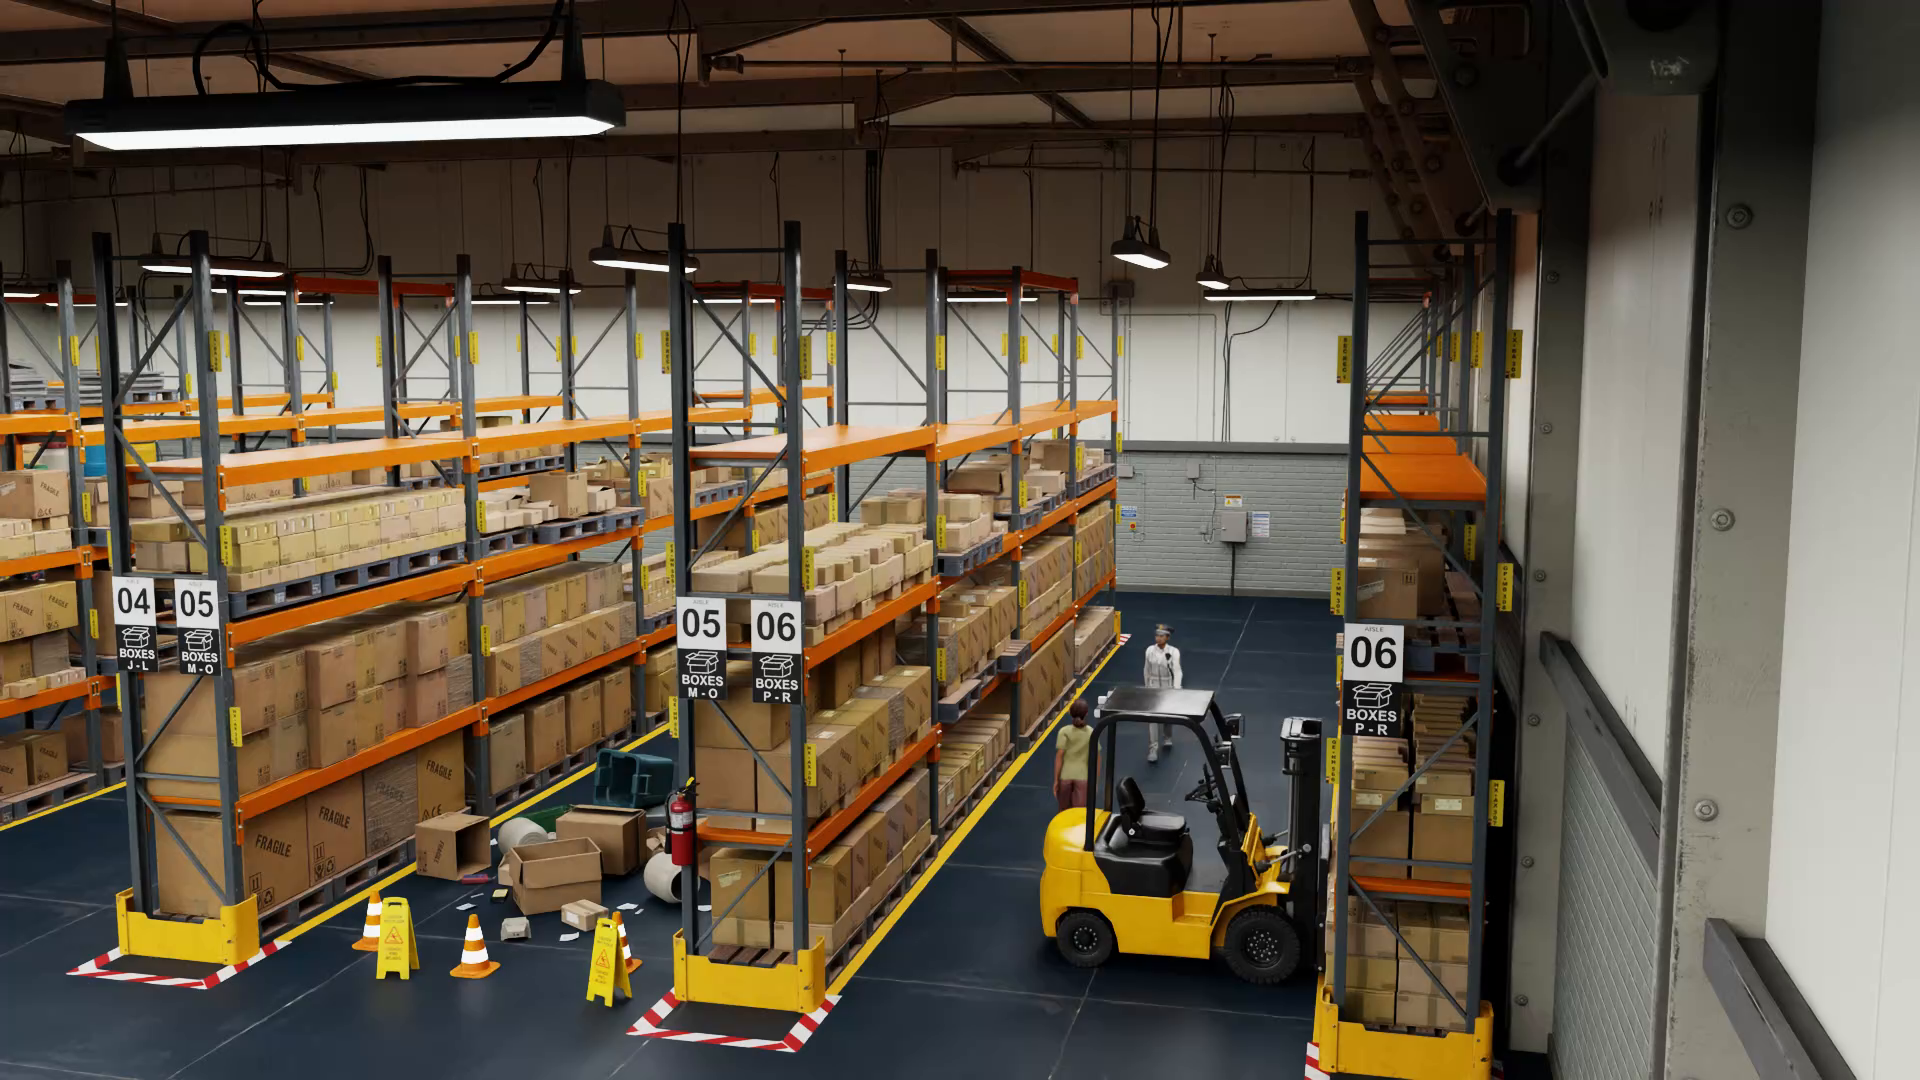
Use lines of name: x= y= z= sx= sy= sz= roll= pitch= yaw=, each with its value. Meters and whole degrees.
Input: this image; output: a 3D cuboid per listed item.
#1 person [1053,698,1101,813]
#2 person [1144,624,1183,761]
person: x=1.141 y=2.399 z=16.198 sx=0.458 sy=1.715 sz=0.595 roll=1 pitch=7 yaw=9
person: x=2.500 y=1.839 z=20.534 sx=0.495 sy=1.622 sz=1.015 roll=1 pitch=7 yaw=11
